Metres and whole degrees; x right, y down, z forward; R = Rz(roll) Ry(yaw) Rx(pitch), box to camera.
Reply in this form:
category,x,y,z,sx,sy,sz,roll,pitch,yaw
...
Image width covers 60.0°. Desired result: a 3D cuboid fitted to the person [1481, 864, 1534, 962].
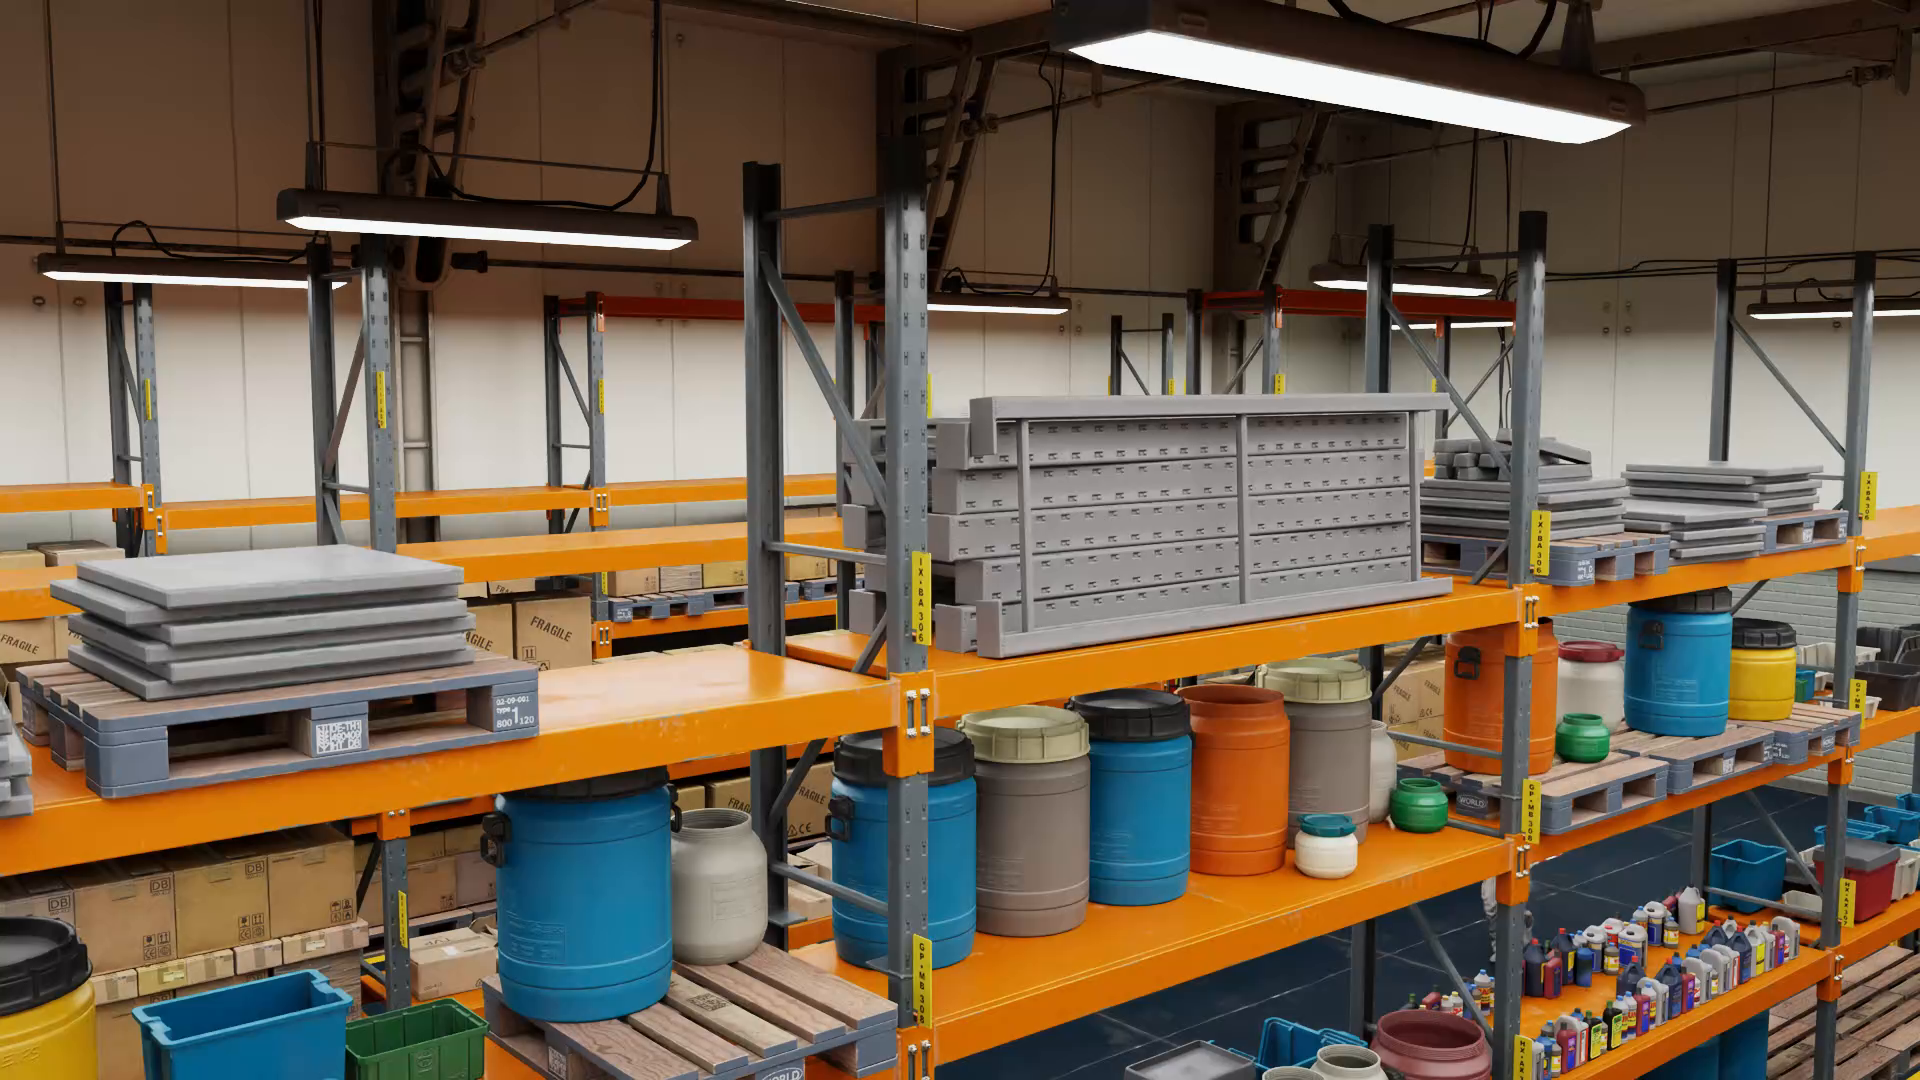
category,x,y,z,sx,sy,sz,roll,pitch,yaw
person,4.863,2.880,14.785,0.679,1.733,0.621,4,7,37
